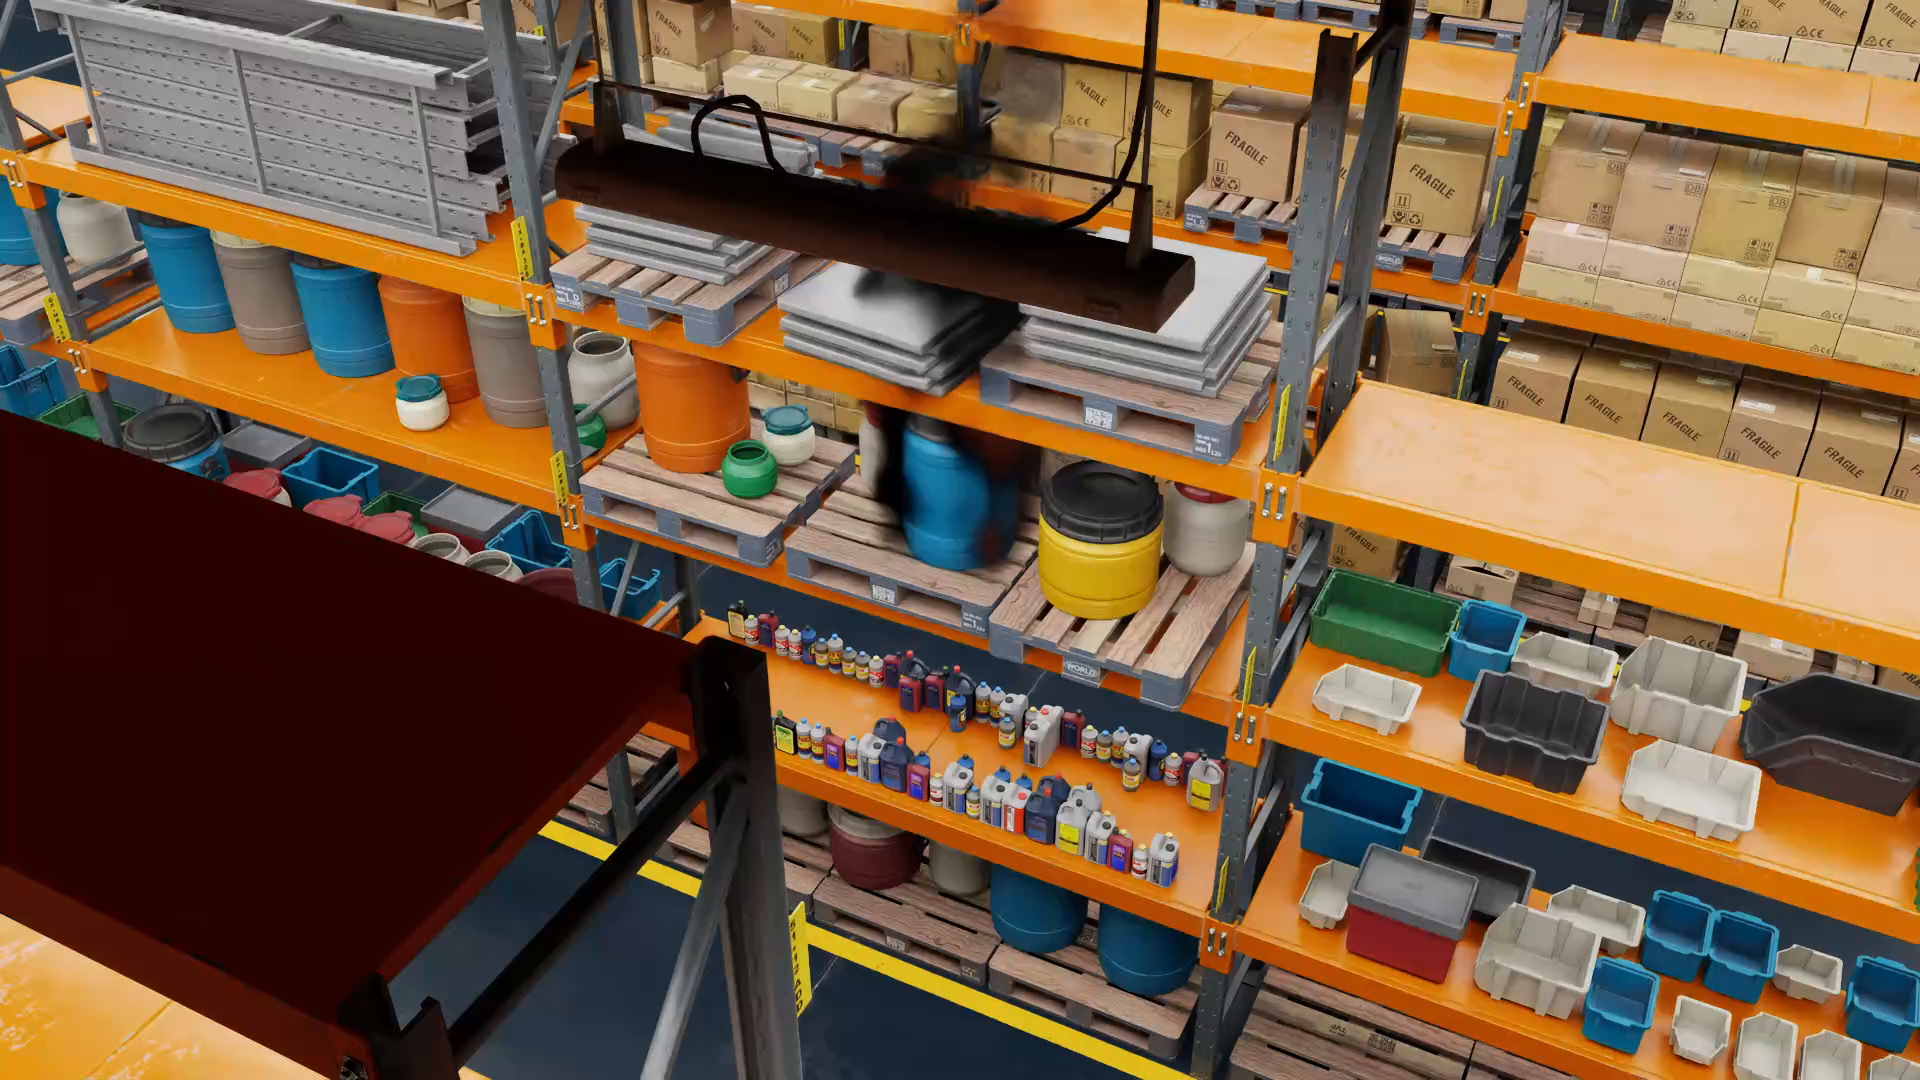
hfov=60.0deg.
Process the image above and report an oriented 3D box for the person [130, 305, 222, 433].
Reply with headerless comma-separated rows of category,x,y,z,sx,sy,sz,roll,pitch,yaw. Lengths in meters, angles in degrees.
person,-6.861,-1.475,14.550,0.704,1.708,0.628,15,38,20
